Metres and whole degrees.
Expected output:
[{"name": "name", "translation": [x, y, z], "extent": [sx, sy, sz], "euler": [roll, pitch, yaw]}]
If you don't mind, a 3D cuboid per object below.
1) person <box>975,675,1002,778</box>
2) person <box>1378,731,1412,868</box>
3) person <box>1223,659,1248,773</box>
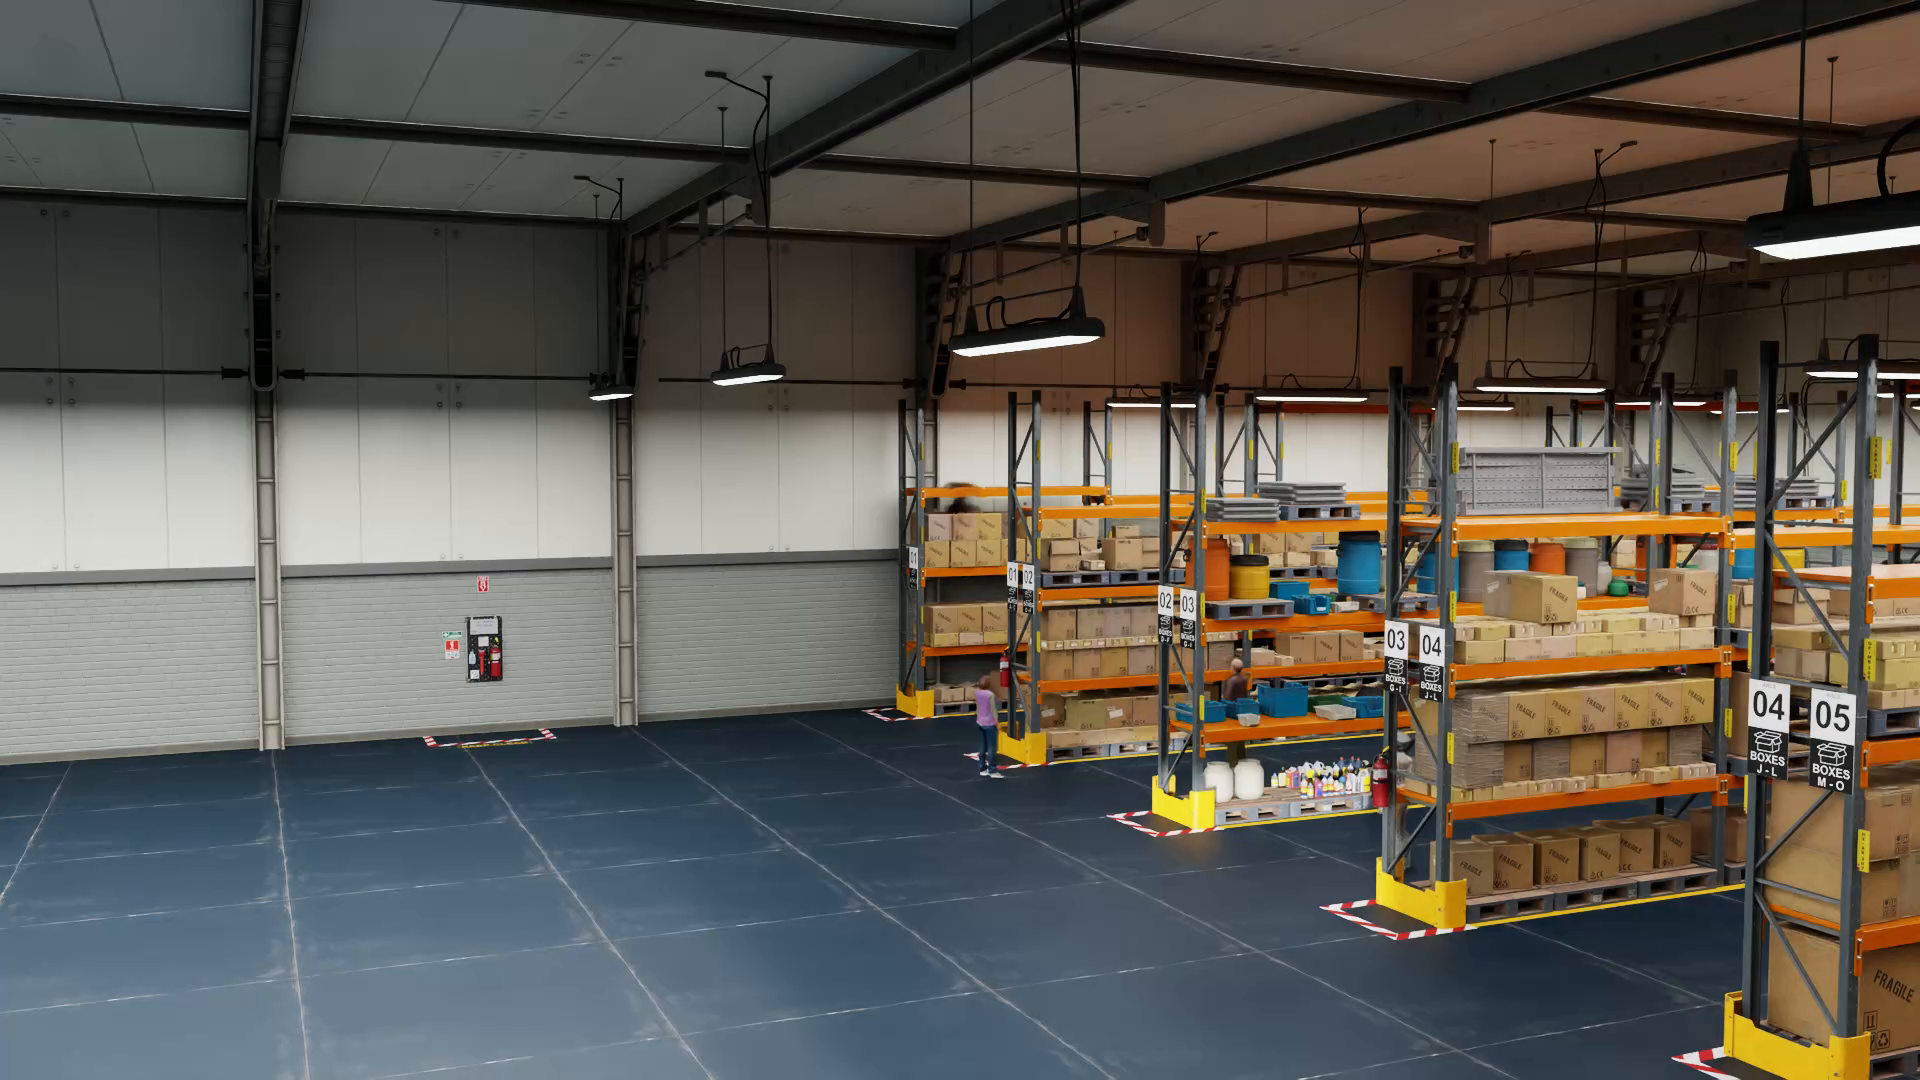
[{"name": "person", "translation": [0.435, 2.869, 25.694], "extent": [0.392, 1.606, 0.437], "euler": [-2, 4, -27]}, {"name": "person", "translation": [5.231, 3.157, 20.043], "extent": [0.384, 1.719, 0.468], "euler": [2, 4, 31]}, {"name": "person", "translation": [4.290, 2.761, 26.101], "extent": [0.417, 1.814, 0.595], "euler": [1, 4, 19]}]
